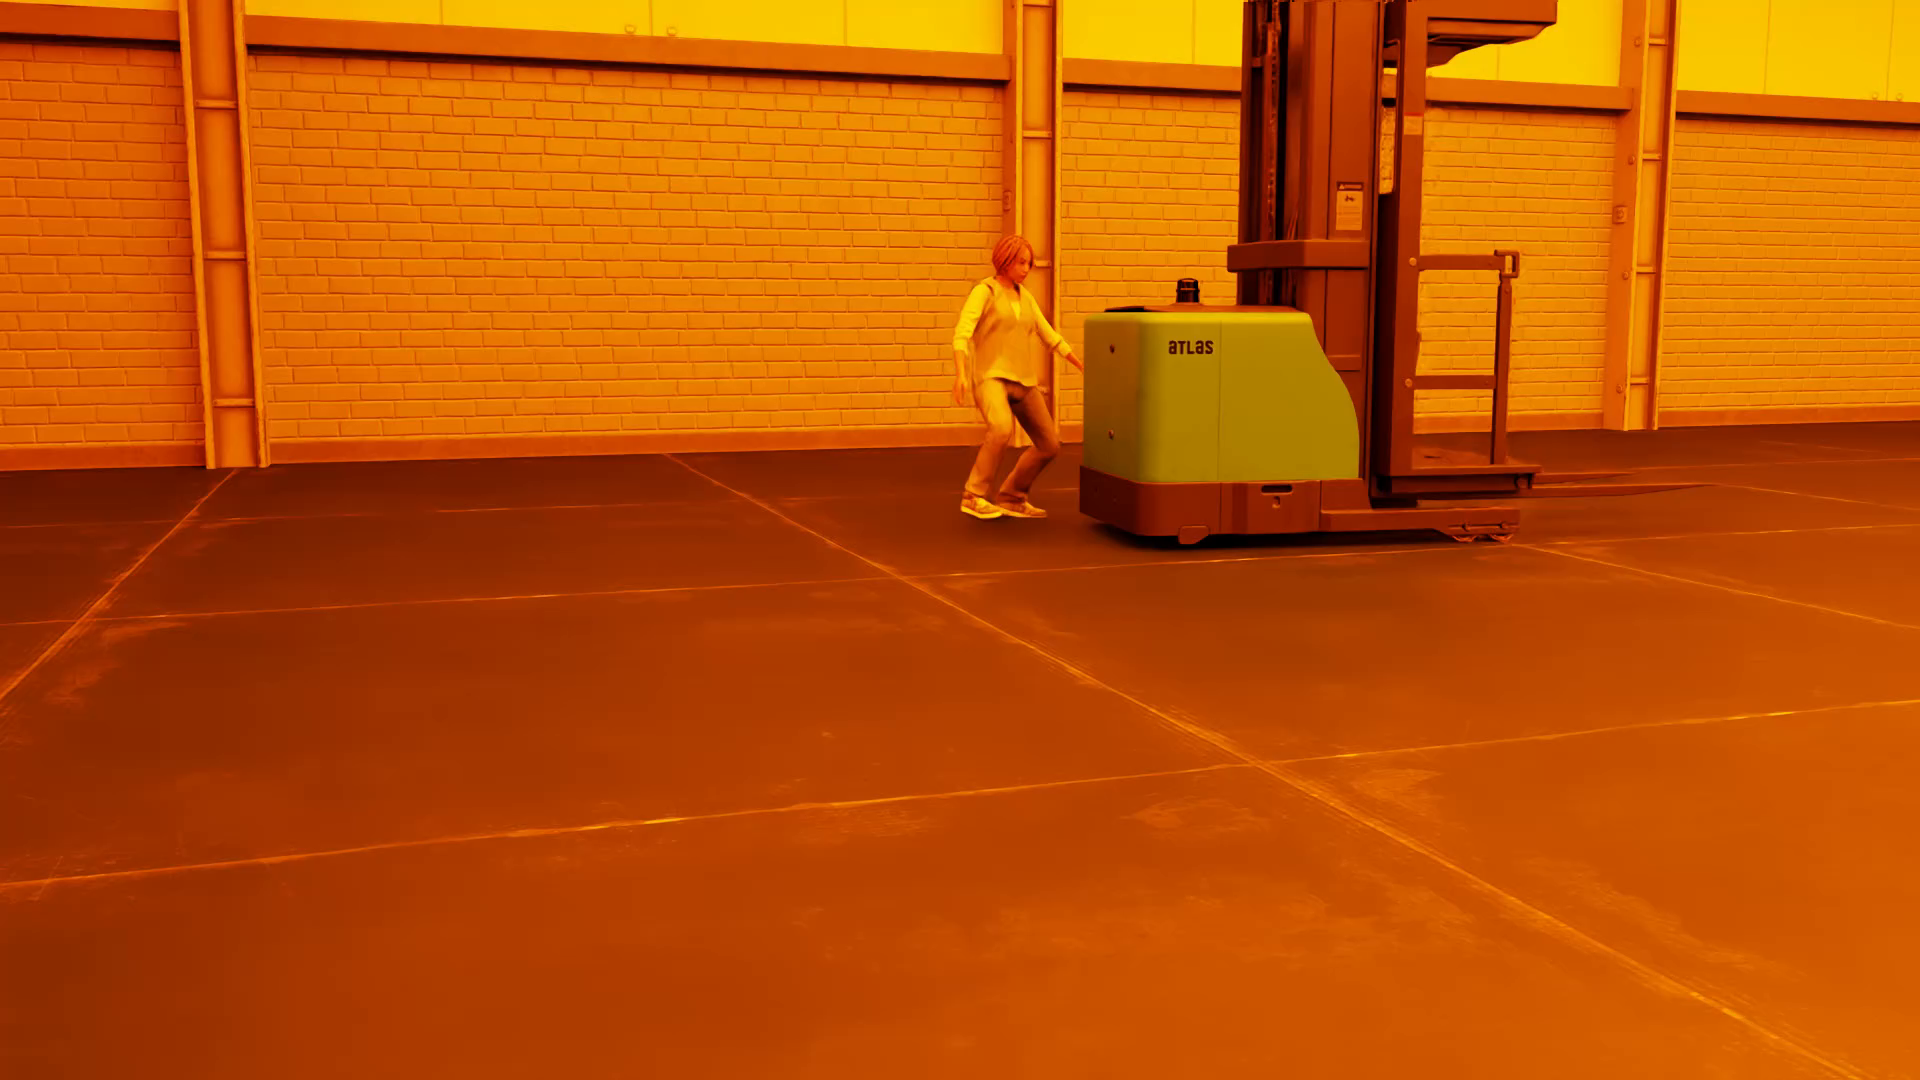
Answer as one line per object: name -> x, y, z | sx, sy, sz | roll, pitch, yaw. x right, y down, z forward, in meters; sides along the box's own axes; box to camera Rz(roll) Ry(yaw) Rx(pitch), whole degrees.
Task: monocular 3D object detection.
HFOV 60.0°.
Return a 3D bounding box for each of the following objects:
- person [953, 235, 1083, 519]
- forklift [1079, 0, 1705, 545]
person -> 0.275, -0.800, 8.460 | 0.814, 1.483, 0.614 | -6, 10, -37
forklift -> 2.177, -1.508, 8.138 | 3.031, 2.935, 1.130 | -2, 8, -12
